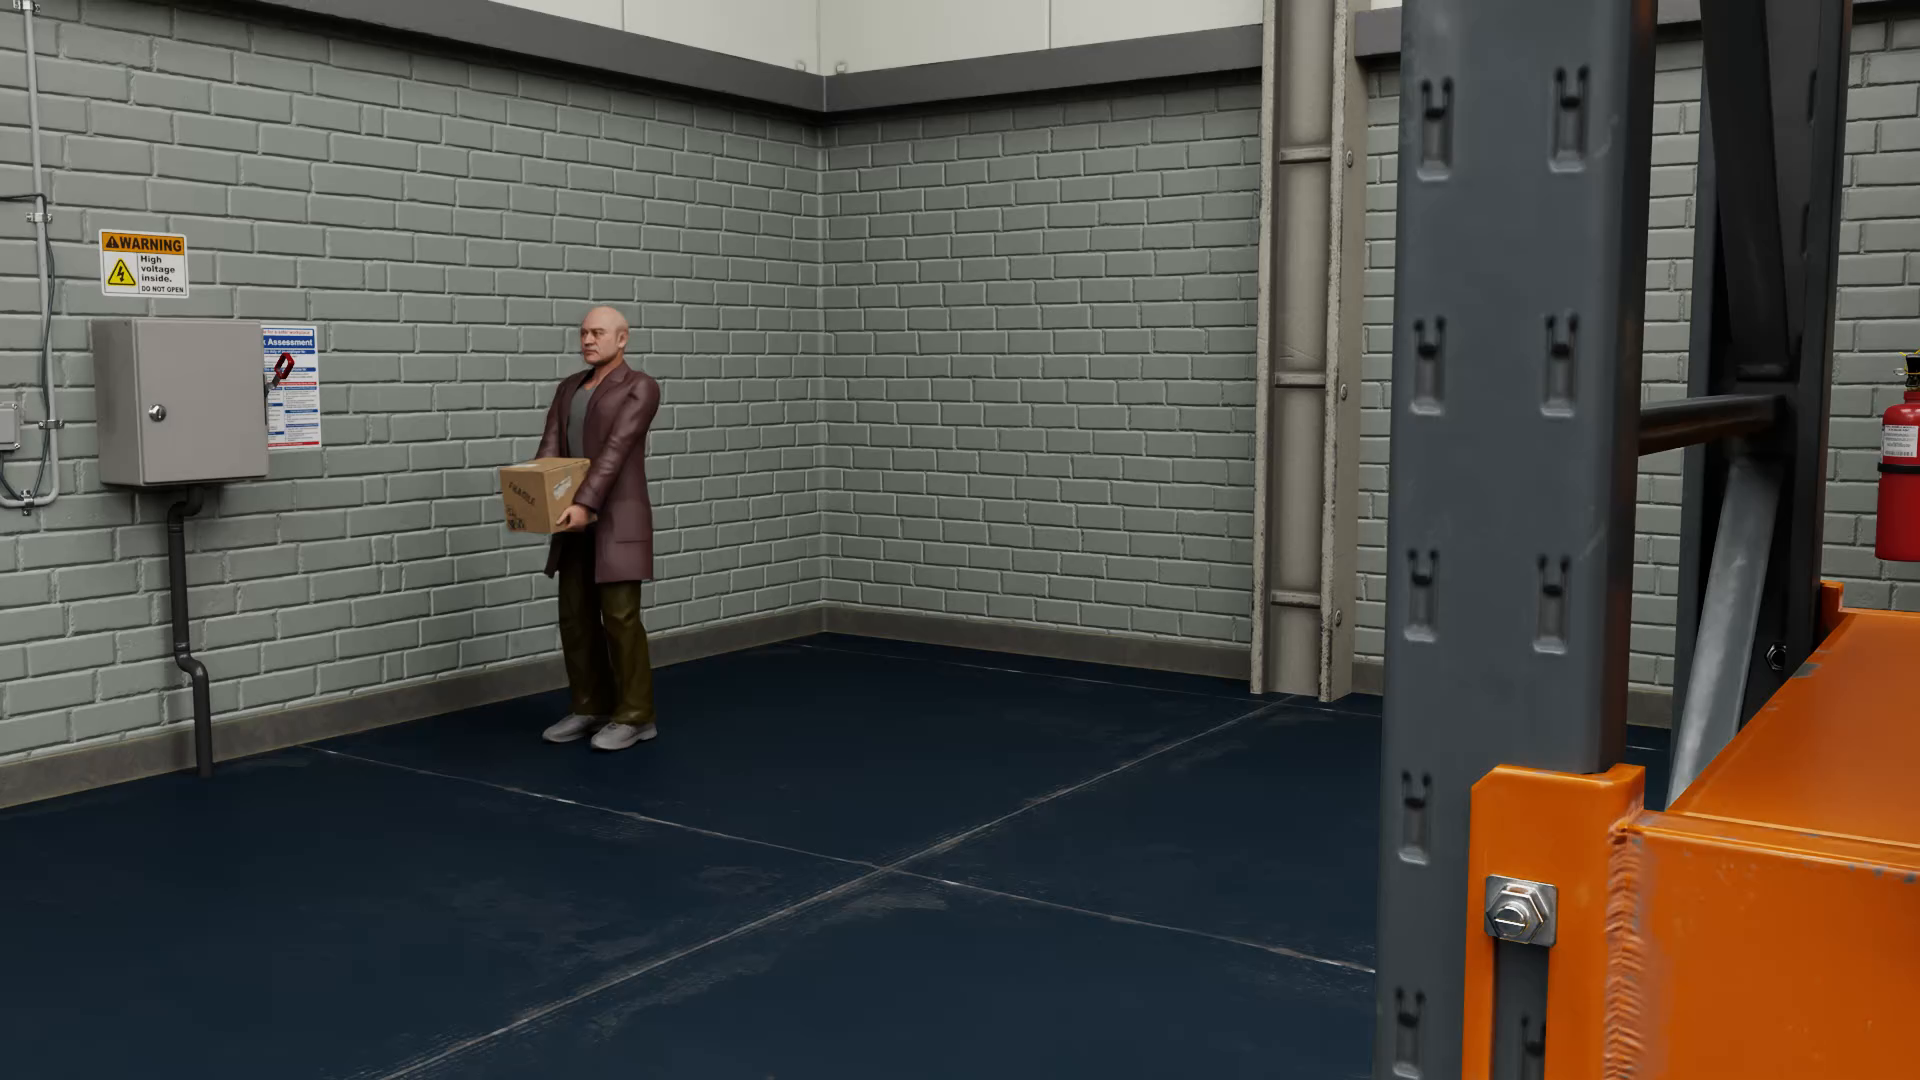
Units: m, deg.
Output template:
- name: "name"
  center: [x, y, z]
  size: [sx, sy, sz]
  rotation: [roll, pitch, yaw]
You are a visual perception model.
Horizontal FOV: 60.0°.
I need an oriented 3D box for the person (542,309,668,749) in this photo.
- name: "person"
  center: [-1.503, -0.047, 6.717]
  size: [0.530, 1.768, 0.555]
  rotation: [4, 7, 34]
